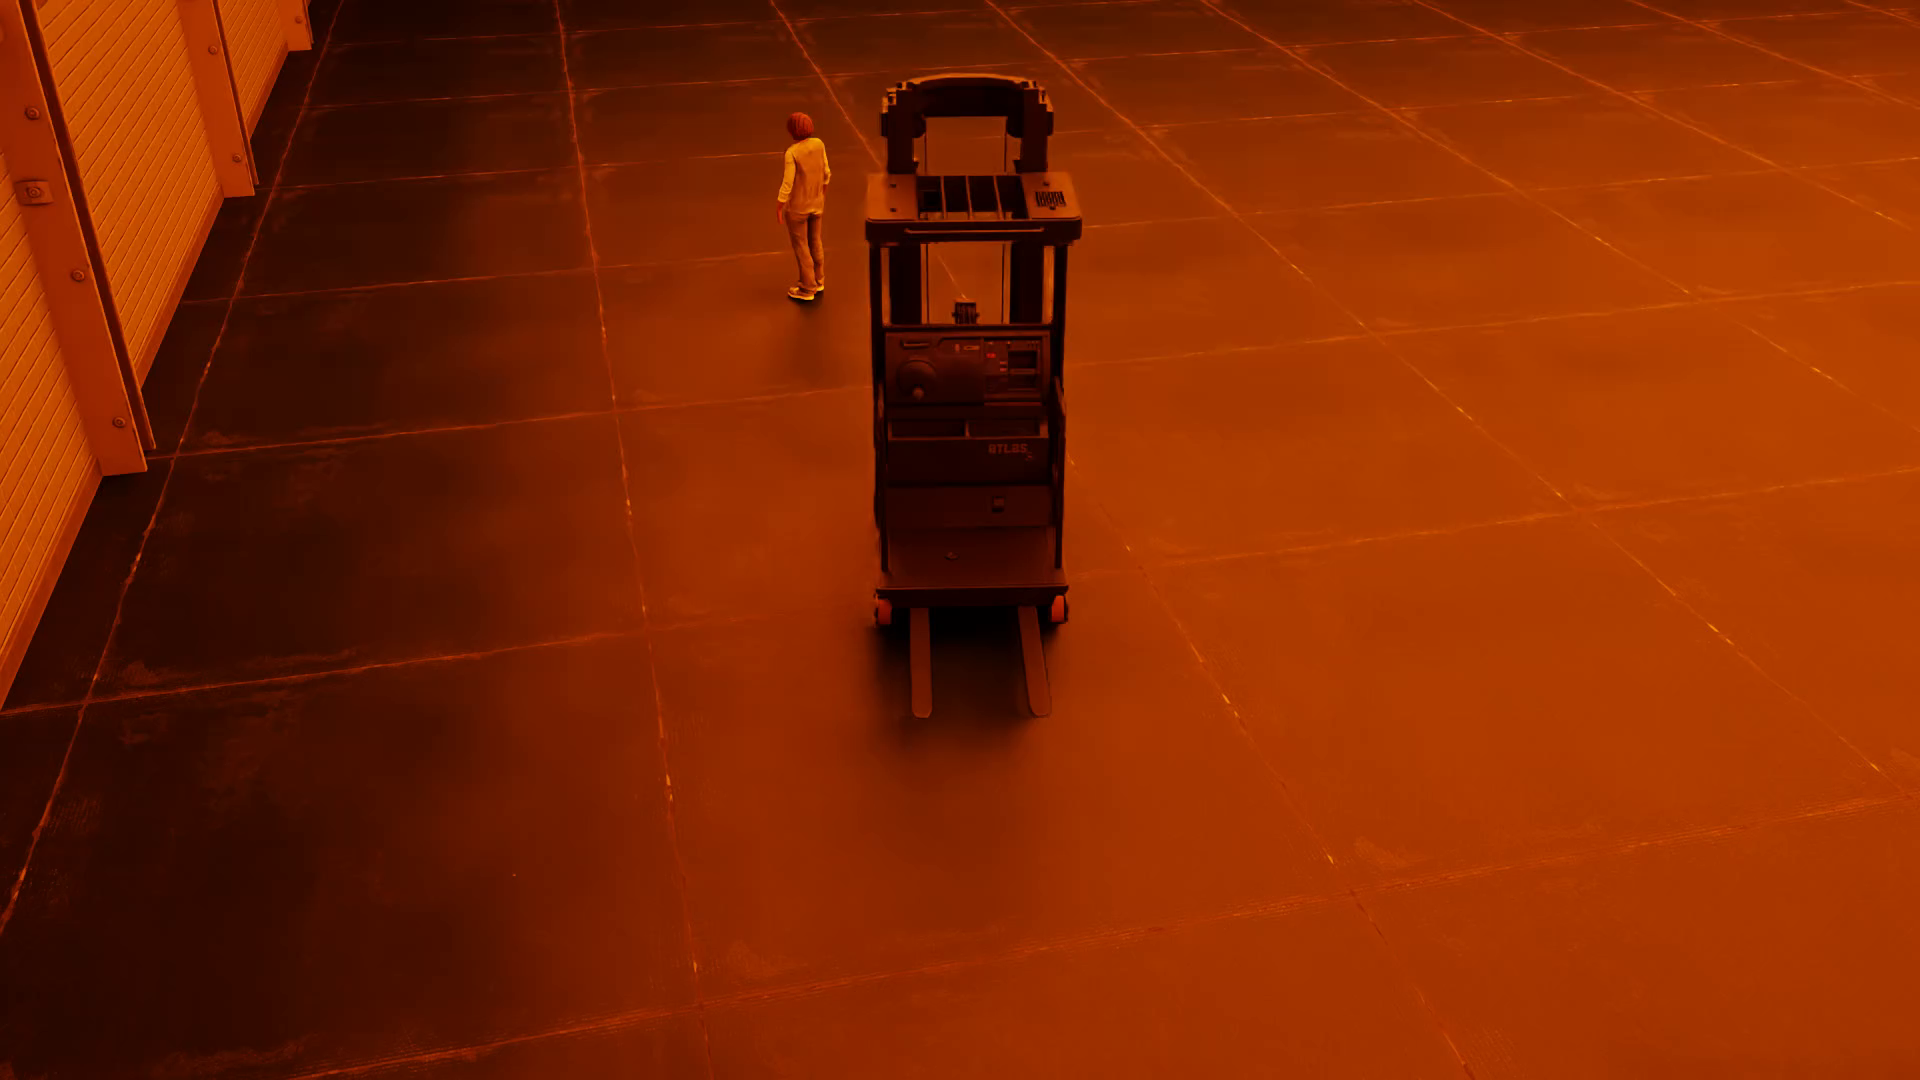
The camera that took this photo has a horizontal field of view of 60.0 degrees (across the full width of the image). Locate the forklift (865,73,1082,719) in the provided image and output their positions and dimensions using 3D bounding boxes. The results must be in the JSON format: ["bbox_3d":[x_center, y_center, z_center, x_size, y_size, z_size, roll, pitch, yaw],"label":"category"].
[{"bbox_3d":[0.054,-0.931,9.183,1.130,2.935,3.031,-1,30,-2],"label":"forklift"}]

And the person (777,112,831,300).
[{"bbox_3d":[-1.319,-2.744,13.631,0.520,1.597,0.475,-25,38,-36],"label":"person"}]
